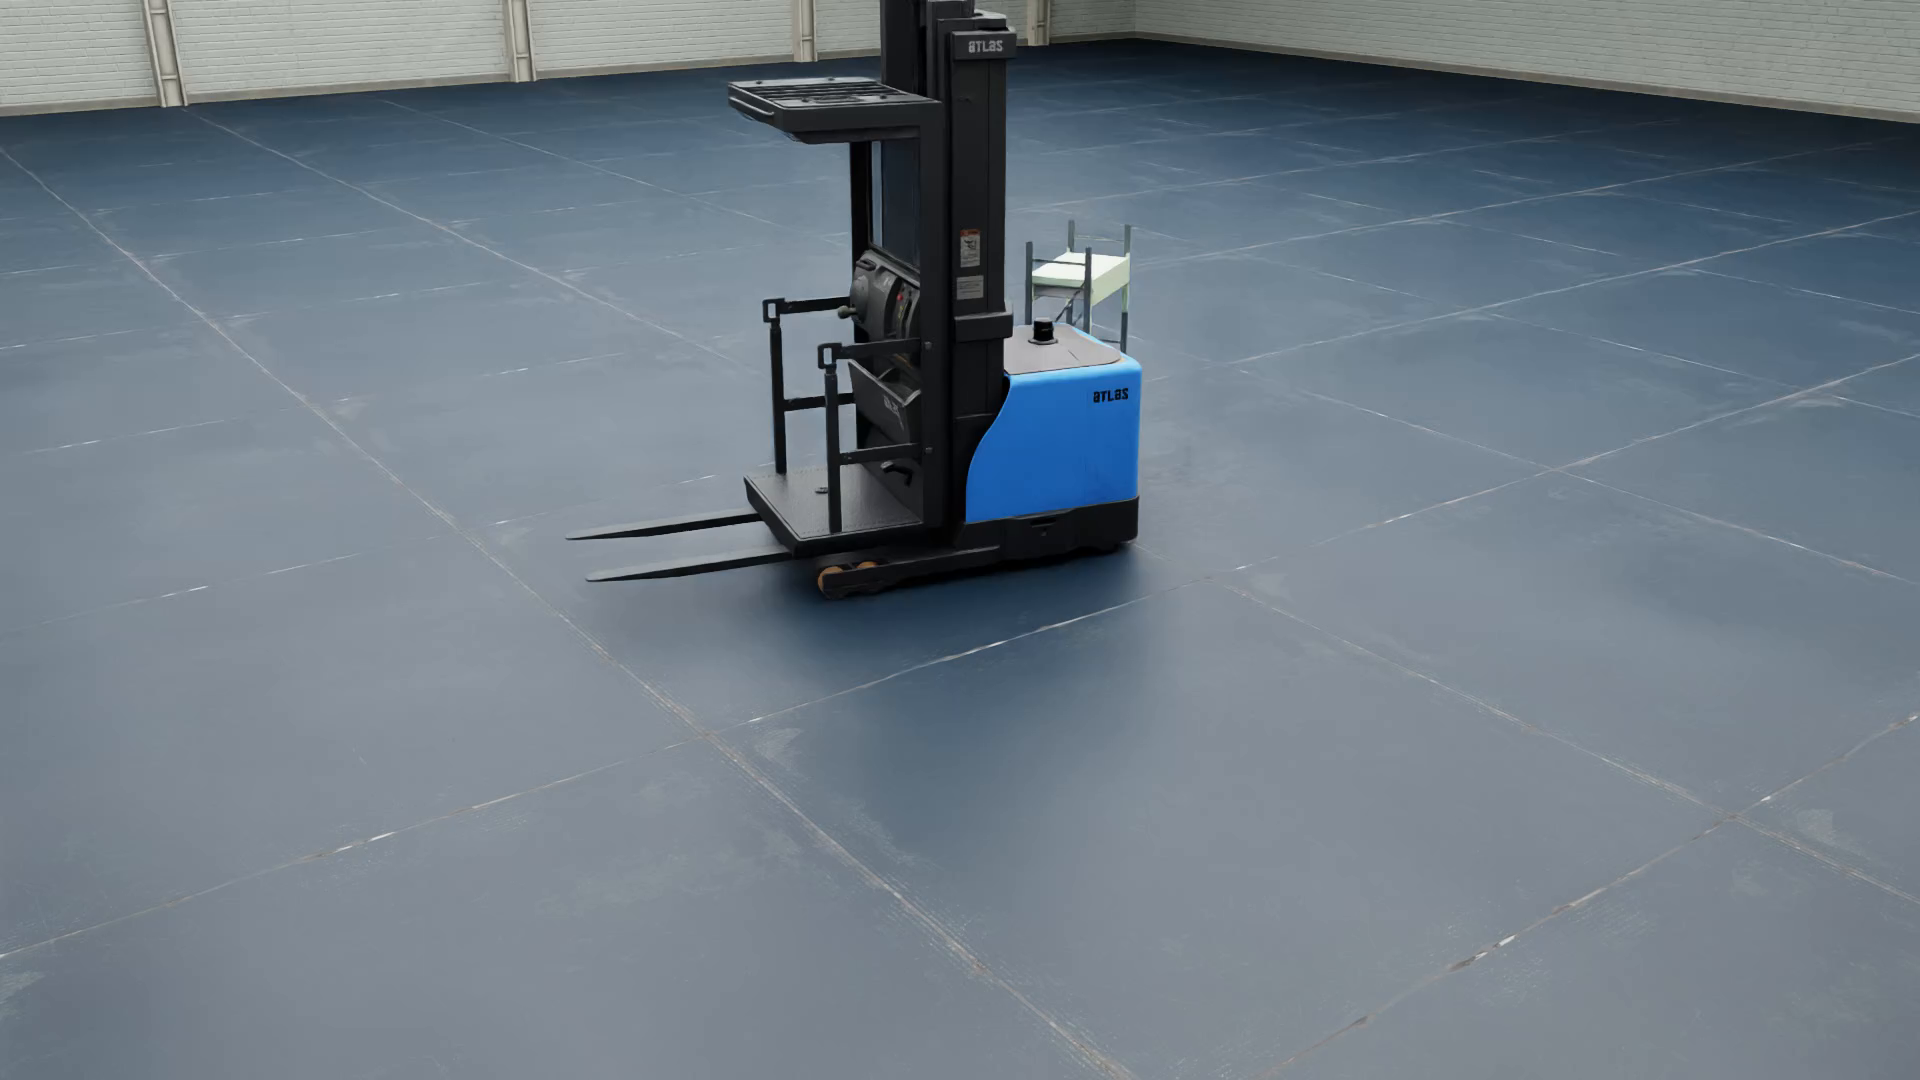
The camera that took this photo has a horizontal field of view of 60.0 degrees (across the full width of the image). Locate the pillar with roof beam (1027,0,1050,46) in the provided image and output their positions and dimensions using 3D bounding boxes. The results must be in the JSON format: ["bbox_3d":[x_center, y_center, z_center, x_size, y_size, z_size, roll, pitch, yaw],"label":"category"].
[{"bbox_3d":[4.248,-13.892,32.068,0.400,9.000,9.100,-15,26,-33],"label":"pillar with roof beam"}]

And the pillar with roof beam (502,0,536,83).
[{"bbox_3d":[-5.493,-11.294,25.559,0.400,9.000,9.100,-15,26,-33],"label":"pillar with roof beam"}]

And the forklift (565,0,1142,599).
[{"bbox_3d":[-0.578,-1.275,8.637,3.031,2.935,1.130,-8,23,-20],"label":"forklift"}]

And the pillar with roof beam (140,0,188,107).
[{"bbox_3d":[-10.364,-9.996,22.304,0.400,9.000,9.100,-15,26,-33],"label":"pillar with roof beam"}]

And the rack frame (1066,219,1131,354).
[{"bbox_3d":[0.863,-1.267,10.547,0.400,1.500,0.023,9,23,22],"label":"rack frame"}]

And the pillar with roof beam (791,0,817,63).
[{"bbox_3d":[-0.623,-12.593,28.813,0.400,9.000,9.100,-15,26,-33],"label":"pillar with roof beam"}]

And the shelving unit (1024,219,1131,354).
[{"bbox_3d":[0.718,-1.142,10.234,0.431,1.500,0.755,9,23,22],"label":"shelving unit"}]

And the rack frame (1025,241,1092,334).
[{"bbox_3d":[0.574,-1.017,9.922,0.400,1.500,0.023,9,23,22],"label":"rack frame"}]

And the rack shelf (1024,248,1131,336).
[{"bbox_3d":[0.718,-1.504,10.090,0.431,0.370,0.720,9,23,22],"label":"rack shelf"}]
